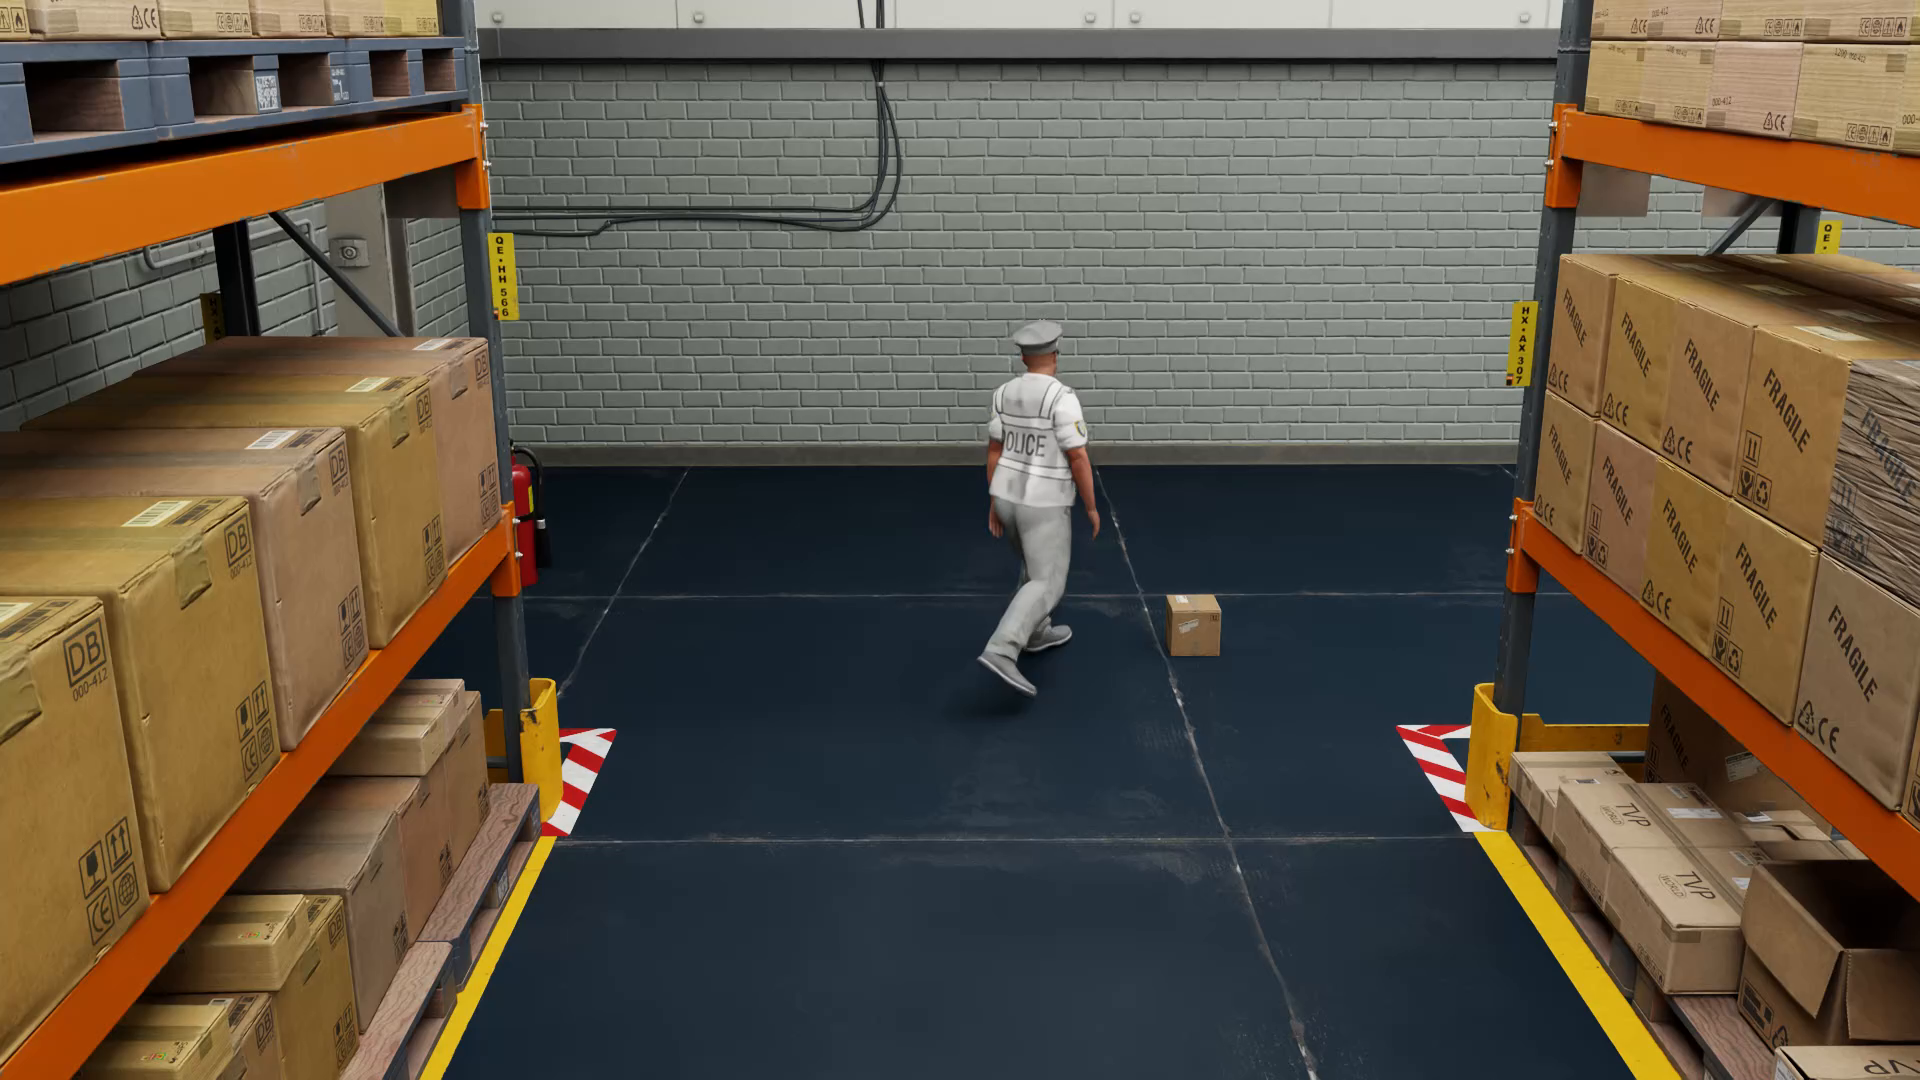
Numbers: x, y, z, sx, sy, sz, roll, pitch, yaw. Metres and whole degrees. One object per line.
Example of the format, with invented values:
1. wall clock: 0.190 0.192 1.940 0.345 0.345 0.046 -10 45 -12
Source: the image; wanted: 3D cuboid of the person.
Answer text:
1. person: 0.369 -0.165 8.069 0.953 1.719 0.696 -14 22 -38
